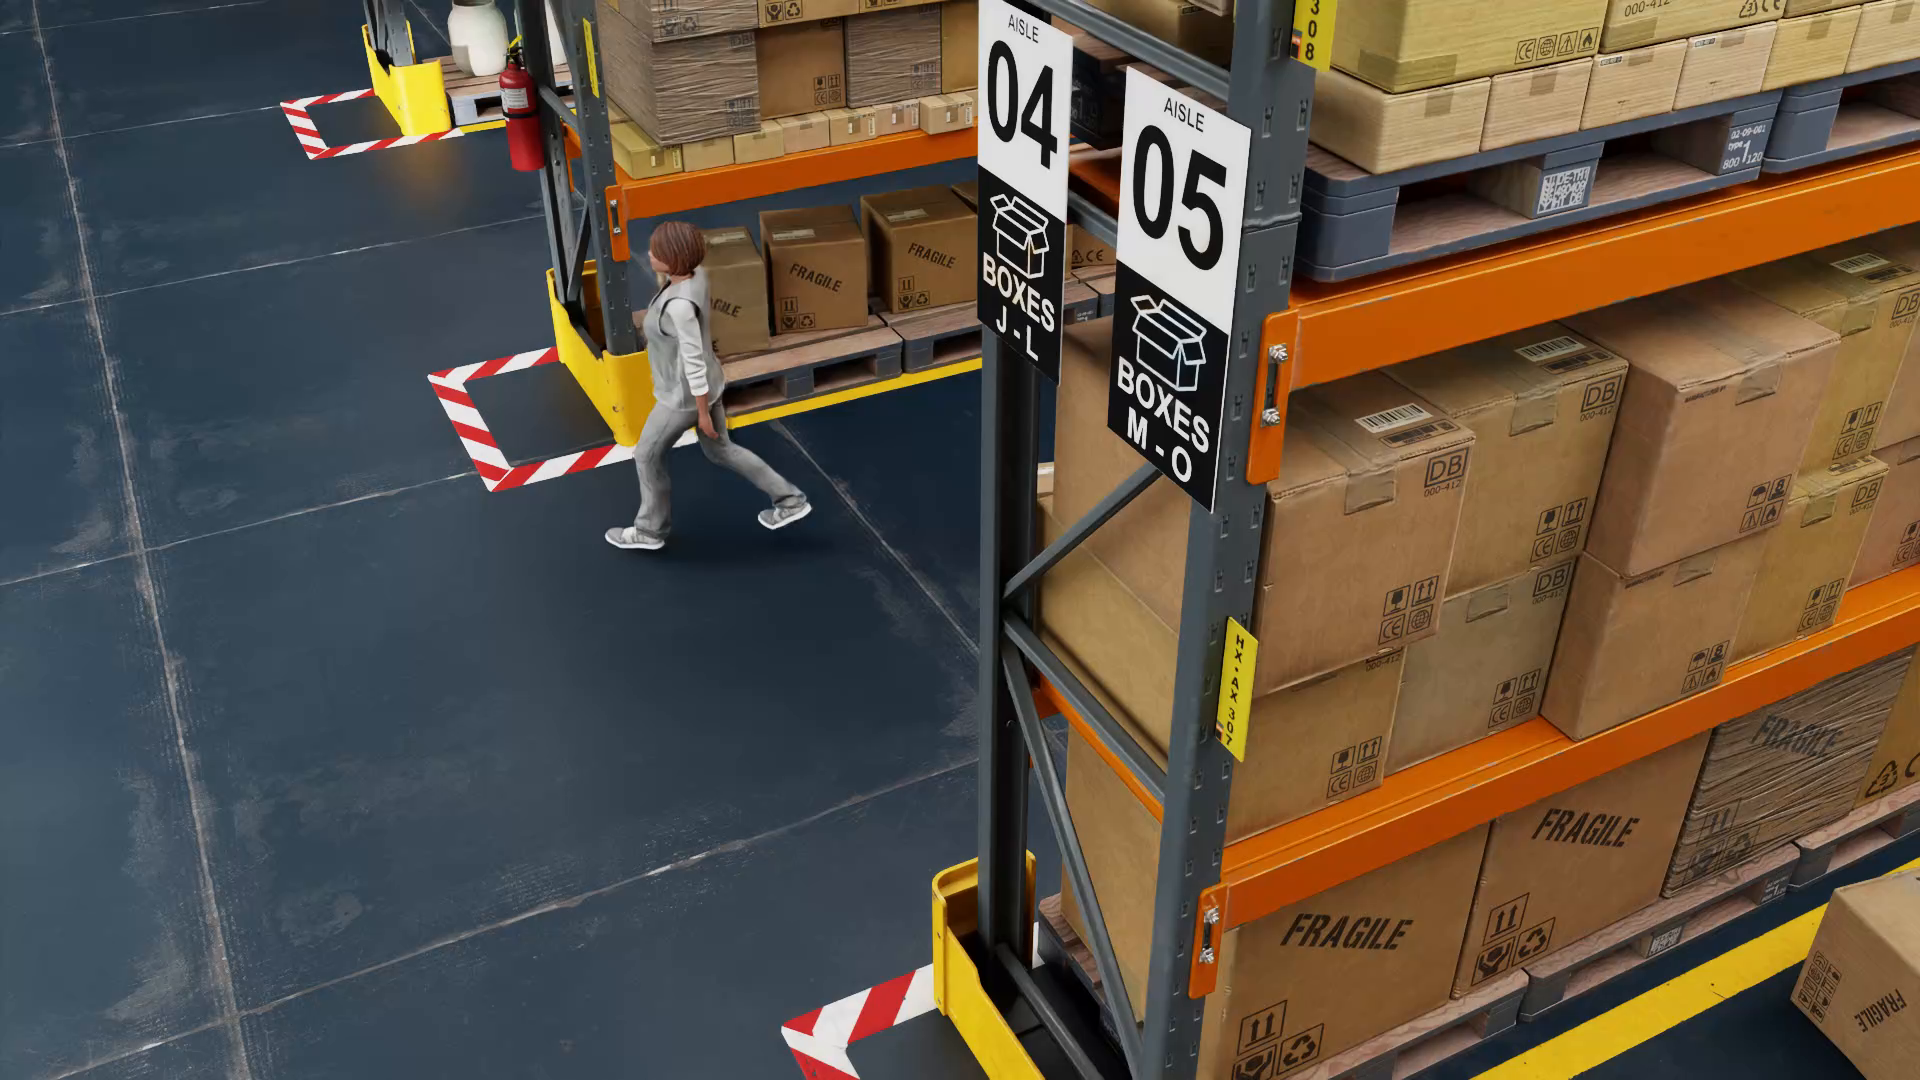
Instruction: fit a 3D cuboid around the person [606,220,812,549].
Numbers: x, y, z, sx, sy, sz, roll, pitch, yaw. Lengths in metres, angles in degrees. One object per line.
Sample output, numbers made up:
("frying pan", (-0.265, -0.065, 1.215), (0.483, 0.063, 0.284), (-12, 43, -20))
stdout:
("person", (-1.131, -0.636, 7.109), (0.929, 1.531, 0.413), (3, 34, 5))
